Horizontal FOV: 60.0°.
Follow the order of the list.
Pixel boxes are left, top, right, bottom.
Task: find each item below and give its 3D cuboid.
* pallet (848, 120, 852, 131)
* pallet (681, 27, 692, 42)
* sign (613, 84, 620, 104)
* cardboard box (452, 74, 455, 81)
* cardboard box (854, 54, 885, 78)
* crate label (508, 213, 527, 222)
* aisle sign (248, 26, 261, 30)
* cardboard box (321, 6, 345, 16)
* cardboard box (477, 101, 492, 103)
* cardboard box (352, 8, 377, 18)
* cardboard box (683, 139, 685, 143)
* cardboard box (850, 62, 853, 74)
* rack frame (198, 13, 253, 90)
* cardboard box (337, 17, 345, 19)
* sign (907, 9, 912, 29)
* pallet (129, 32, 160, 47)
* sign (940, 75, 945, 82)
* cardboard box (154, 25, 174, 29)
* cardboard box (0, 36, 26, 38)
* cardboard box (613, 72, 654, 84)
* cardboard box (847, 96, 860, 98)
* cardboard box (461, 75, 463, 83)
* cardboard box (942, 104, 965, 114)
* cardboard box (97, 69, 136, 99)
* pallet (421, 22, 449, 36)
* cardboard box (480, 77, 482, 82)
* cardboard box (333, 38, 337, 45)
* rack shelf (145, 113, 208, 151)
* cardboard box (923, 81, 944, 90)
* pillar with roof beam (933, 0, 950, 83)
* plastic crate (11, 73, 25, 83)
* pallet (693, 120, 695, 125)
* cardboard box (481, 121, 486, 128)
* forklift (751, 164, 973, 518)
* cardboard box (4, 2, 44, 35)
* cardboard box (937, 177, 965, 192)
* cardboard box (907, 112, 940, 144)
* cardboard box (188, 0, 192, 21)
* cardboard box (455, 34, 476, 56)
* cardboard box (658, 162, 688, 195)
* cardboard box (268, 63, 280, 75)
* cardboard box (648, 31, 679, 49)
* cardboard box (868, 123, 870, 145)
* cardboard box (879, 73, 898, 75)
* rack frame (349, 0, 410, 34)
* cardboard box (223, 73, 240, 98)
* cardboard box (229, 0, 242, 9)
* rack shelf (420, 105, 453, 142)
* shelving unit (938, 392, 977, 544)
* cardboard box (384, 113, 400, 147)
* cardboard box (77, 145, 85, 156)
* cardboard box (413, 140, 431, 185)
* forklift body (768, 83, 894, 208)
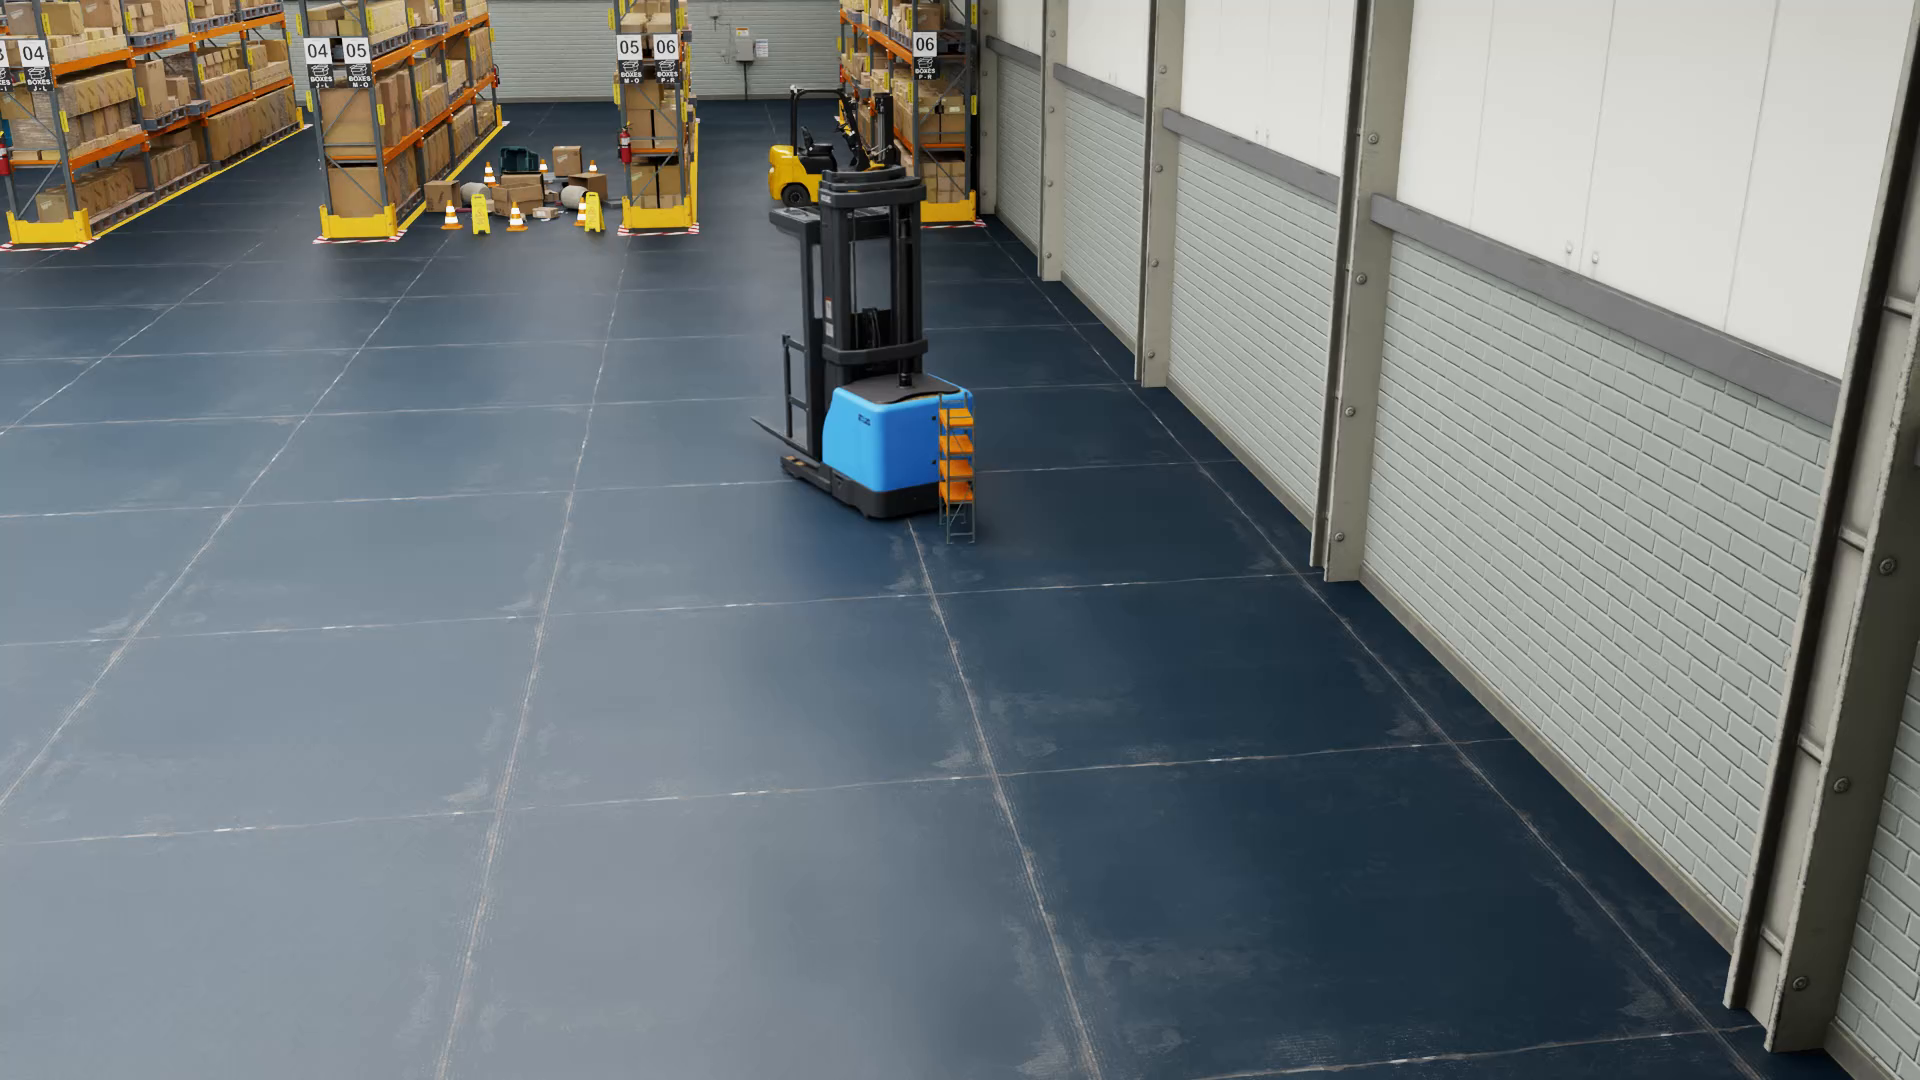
[{"bbox_3d":[-2.322,-10.600,42.369,1.003,0.211,1.213,-3,21,-8],"label":"pallet"},{"bbox_3d":[-5.787,-9.760,32.115,1.213,0.211,1.003,-3,21,-8],"label":"pallet"},{"bbox_3d":[-5.779,-7.508,27.998,0.100,0.325,0.005,-3,21,-8],"label":"sign"},{"bbox_3d":[-11.322,-10.165,36.554,0.380,0.149,0.250,-3,21,-8],"label":"cardboard box"},{"bbox_3d":[-2.122,-11.130,39.061,0.700,0.500,0.500,-3,21,-7],"label":"cardboard box"},{"bbox_3d":[-7.789,-5.677,29.293,0.250,0.136,0.298,-15,25,-35],"label":"crate label"},{"bbox_3d":[-17.647,-13.106,41.378,0.394,0.787,0.004,-3,21,-8],"label":"aisle sign"},{"bbox_3d":[-10.678,-8.998,28.284,0.380,0.149,0.250,-3,21,-9],"label":"cardboard box"},{"bbox_3d":[-12.090,-11.063,42.247,0.380,0.149,0.250,-3,21,-7],"label":"cardboard box"},{"bbox_3d":[-9.916,-8.765,27.661,0.380,0.149,0.250,-3,21,-9],"label":"cardboard box"},{"bbox_3d":[-5.070,-7.122,29.430,0.380,0.149,0.250,-3,21,-7],"label":"cardboard box"},{"bbox_3d":[-2.447,-11.651,40.986,0.500,0.250,0.500,-3,21,-8],"label":"cardboard box"},{"bbox_3d":[-16.763,-10.493,38.098,1.000,3.000,0.127,-3,21,-8],"label":"rack frame"},{"bbox_3d":[-10.529,-8.600,27.789,0.500,0.250,0.500,-3,21,-8],"label":"cardboard box"},{"bbox_3d":[-0.854,-8.850,28.260,0.100,0.325,0.005,-3,21,-8],"label":"sign"},{"bbox_3d":[-15.593,-9.260,30.777,1.213,0.211,1.003,-3,21,-8],"label":"pallet"},{"bbox_3d":[-0.343,-8.946,32.605,0.100,0.325,0.005,-3,21,-8],"label":"sign"},{"bbox_3d":[-15.721,-9.946,32.560,0.500,0.250,0.500,-2,21,-6],"label":"cardboard box"},{"bbox_3d":[-15.451,-8.126,27.117,0.380,0.149,0.250,-4,21,-10],"label":"cardboard box"},{"bbox_3d":[-5.757,-8.006,29.441,0.700,0.500,0.500,-3,21,-8],"label":"cardboard box"},{"bbox_3d":[-2.543,-11.141,42.805,0.700,0.500,0.500,-2,21,-6],"label":"cardboard box"},{"bbox_3d":[-11.515,-10.484,37.832,0.380,0.149,0.250,-3,21,-8],"label":"cardboard box"},{"bbox_3d":[-0.108,-7.571,29.205,0.380,0.149,0.250,-3,21,-9],"label":"cardboard box"},{"bbox_3d":[-15.273,-8.236,30.058,0.500,0.500,0.500,-3,21,-8],"label":"cardboard box"},{"bbox_3d":[-11.118,-10.420,33.885,1.213,0.211,1.003,-2,21,-5],"label":"pallet"},{"bbox_3d":[-11.795,-11.159,40.240,0.380,0.149,0.250,-2,21,-5],"label":"cardboard box"},{"bbox_3d":[-10.529,-8.270,27.475,0.380,0.149,0.250,-3,21,-7],"label":"cardboard box"},{"bbox_3d":[-15.898,-8.079,32.662,1.077,0.370,4.000,-3,21,-8],"label":"rack shelf"},{"bbox_3d":[-0.500,-8.690,31.774,0.380,0.149,0.250,-3,21,-8],"label":"cardboard box"},{"bbox_3d":[-4.649,-12.047,33.685,9.100,9.000,0.400,-3,21,-8],"label":"pillar with roof beam"},{"bbox_3d":[-21.545,-10.623,38.270,0.402,0.464,0.583,-3,21,-8],"label":"plastic crate"},{"bbox_3d":[-7.168,-10.377,41.774,1.003,0.211,1.213,-3,21,-8],"label":"pallet"},{"bbox_3d":[-11.802,-10.159,40.678,0.380,0.149,0.250,-3,21,-9],"label":"cardboard box"},{"bbox_3d":[-1.067,-2.032,15.542,1.130,2.935,3.031,-12,24,-29],"label":"forklift"},{"bbox_3d":[-15.507,-8.688,27.695,0.500,0.500,0.500,-3,21,-8],"label":"cardboard box"},{"bbox_3d":[-0.178,-6.406,29.770,0.500,0.250,0.500,-3,21,-7],"label":"cardboard box"},{"bbox_3d":[-0.646,-7.294,29.390,0.500,0.500,0.500,-3,21,-9],"label":"cardboard box"},{"bbox_3d":[-16.346,-10.966,34.330,0.797,0.503,0.637,-2,21,-5],"label":"cardboard box"},{"bbox_3d":[-11.754,-11.710,39.360,0.500,0.500,0.500,-4,21,-9],"label":"cardboard box"},{"bbox_3d":[-5.073,-6.400,29.396,0.500,0.500,0.500,-4,21,-10],"label":"cardboard box"},{"bbox_3d":[-16.861,-11.441,40.425,0.500,0.250,0.500,-4,21,-10],"label":"cardboard box"},{"bbox_3d":[-5.036,-8.500,28.264,0.500,0.250,0.500,-3,21,-9],"label":"cardboard box"},{"bbox_3d":[-1.804,-9.195,37.595,0.500,0.500,0.500,-3,21,-9],"label":"cardboard box"},{"bbox_3d":[-1.496,-9.730,34.985,0.380,0.149,0.250,-3,21,-7],"label":"cardboard box"},{"bbox_3d":[-10.687,-10.749,30.209,1.000,3.000,0.127,-3,21,-8],"label":"rack frame"},{"bbox_3d":[-16.279,-10.040,36.741,0.500,0.500,0.500,-3,21,-8],"label":"cardboard box"},{"bbox_3d":[-16.935,-12.457,38.183,0.700,0.500,0.500,-4,21,-11],"label":"cardboard box"},{"bbox_3d":[-10.975,-8.294,33.238,1.077,0.370,4.000,-3,21,-8],"label":"rack shelf"},{"bbox_3d":[-0.024,-0.619,14.234,0.258,1.200,0.503,-3,21,-8],"label":"shelving unit"},{"bbox_3d":[-10.266,-7.140,28.905,0.875,0.550,0.550,-3,21,-8],"label":"cardboard box"},{"bbox_3d":[-14.877,-6.506,27.783,0.380,0.149,0.250,-3,21,-8],"label":"cardboard box"},{"bbox_3d":[-10.866,-7.292,32.142,1.050,0.750,0.750,-3,21,-8],"label":"cardboard box"},{"bbox_3d":[-2.394,-7.257,30.646,2.313,2.155,1.214,-3,21,-8],"label":"forklift body"}]
